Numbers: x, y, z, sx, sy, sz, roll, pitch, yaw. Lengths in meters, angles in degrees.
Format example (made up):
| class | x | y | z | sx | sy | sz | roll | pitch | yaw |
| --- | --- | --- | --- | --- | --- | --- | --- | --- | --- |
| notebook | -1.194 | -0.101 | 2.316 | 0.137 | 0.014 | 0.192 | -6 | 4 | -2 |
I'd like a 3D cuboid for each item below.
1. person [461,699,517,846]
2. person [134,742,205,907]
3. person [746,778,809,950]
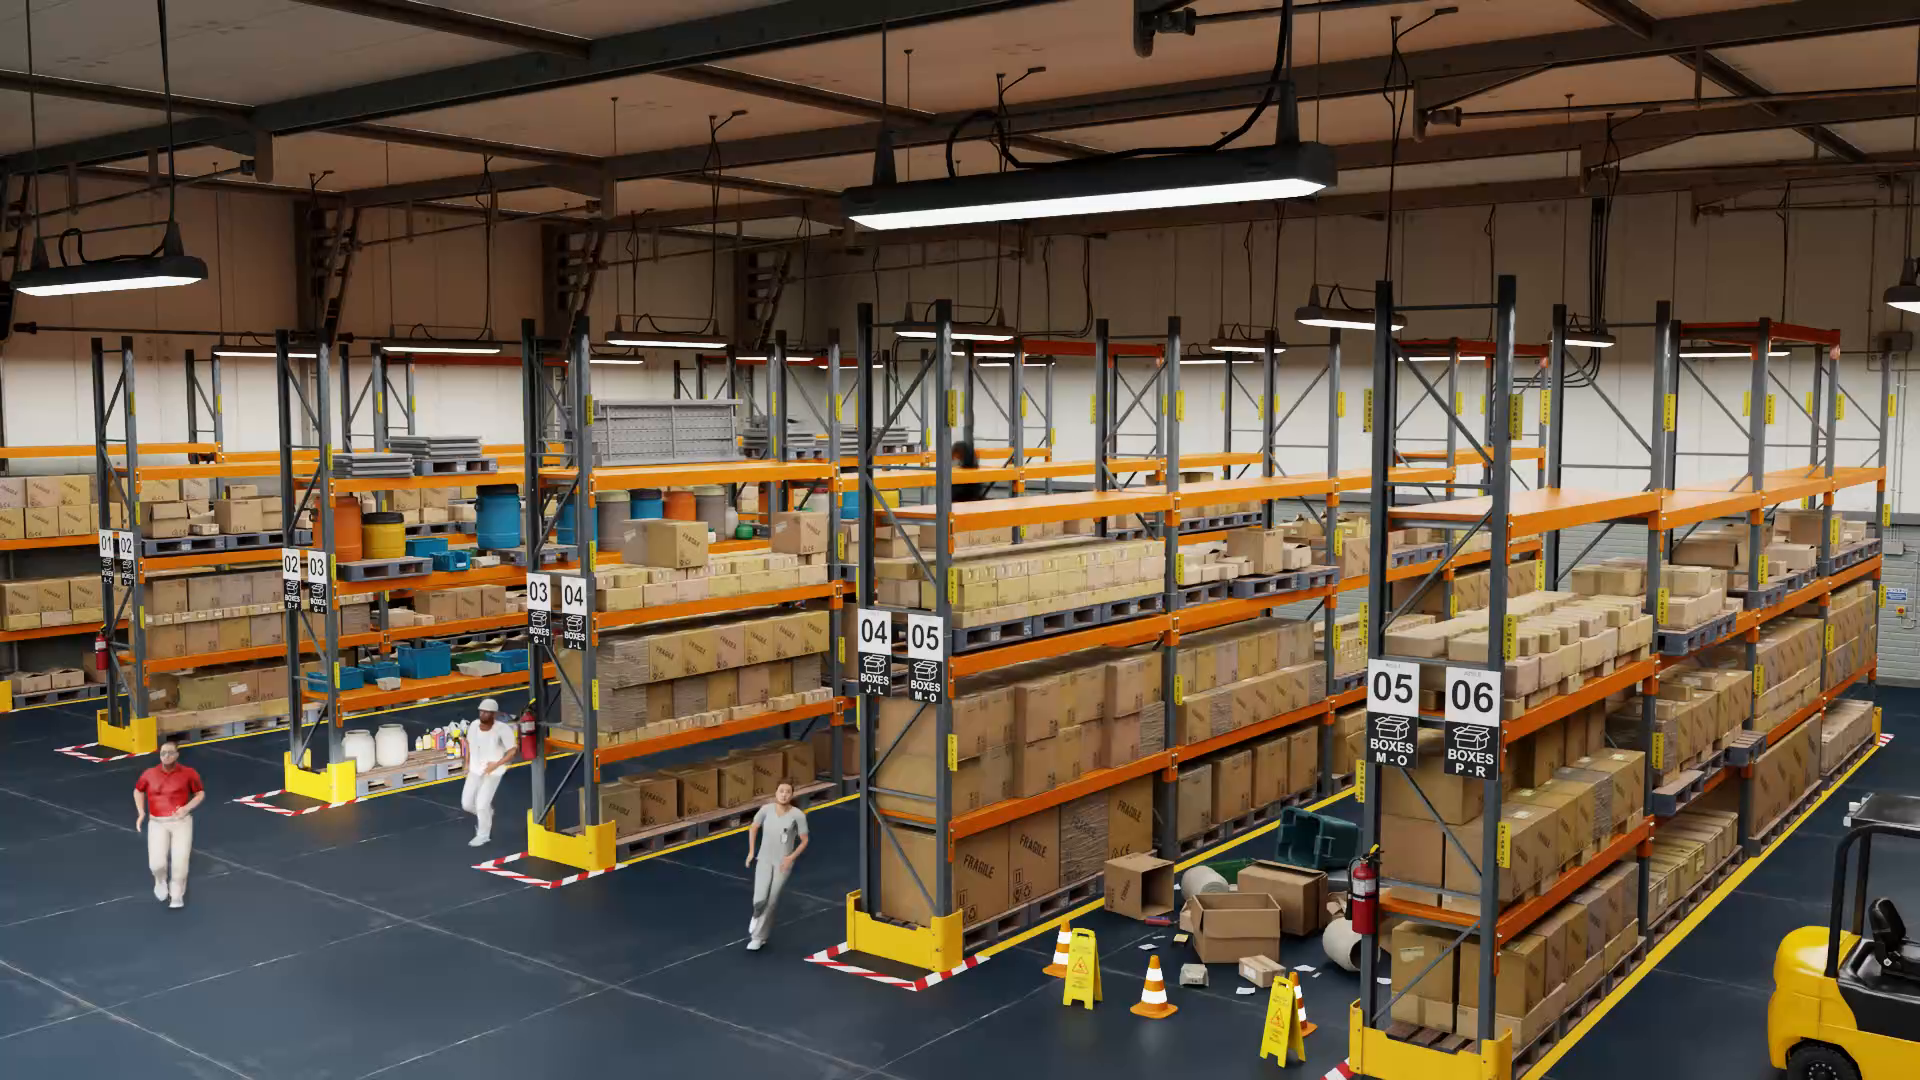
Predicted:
| class | x | y | z | sx | sy | sz | roll | pitch | yaw |
| --- | --- | --- | --- | --- | --- | --- | --- | --- | --- |
| person | -5.416 | 2.661 | 19.147 | 0.712 | 1.721 | 0.563 | 2 | 5 | 18 |
| person | -7.929 | 2.872 | 16.682 | 0.664 | 1.677 | 0.590 | -2 | 5 | -21 |
| person | -1.709 | 3.024 | 15.471 | 0.597 | 1.588 | 0.513 | 0 | 5 | 3 |
